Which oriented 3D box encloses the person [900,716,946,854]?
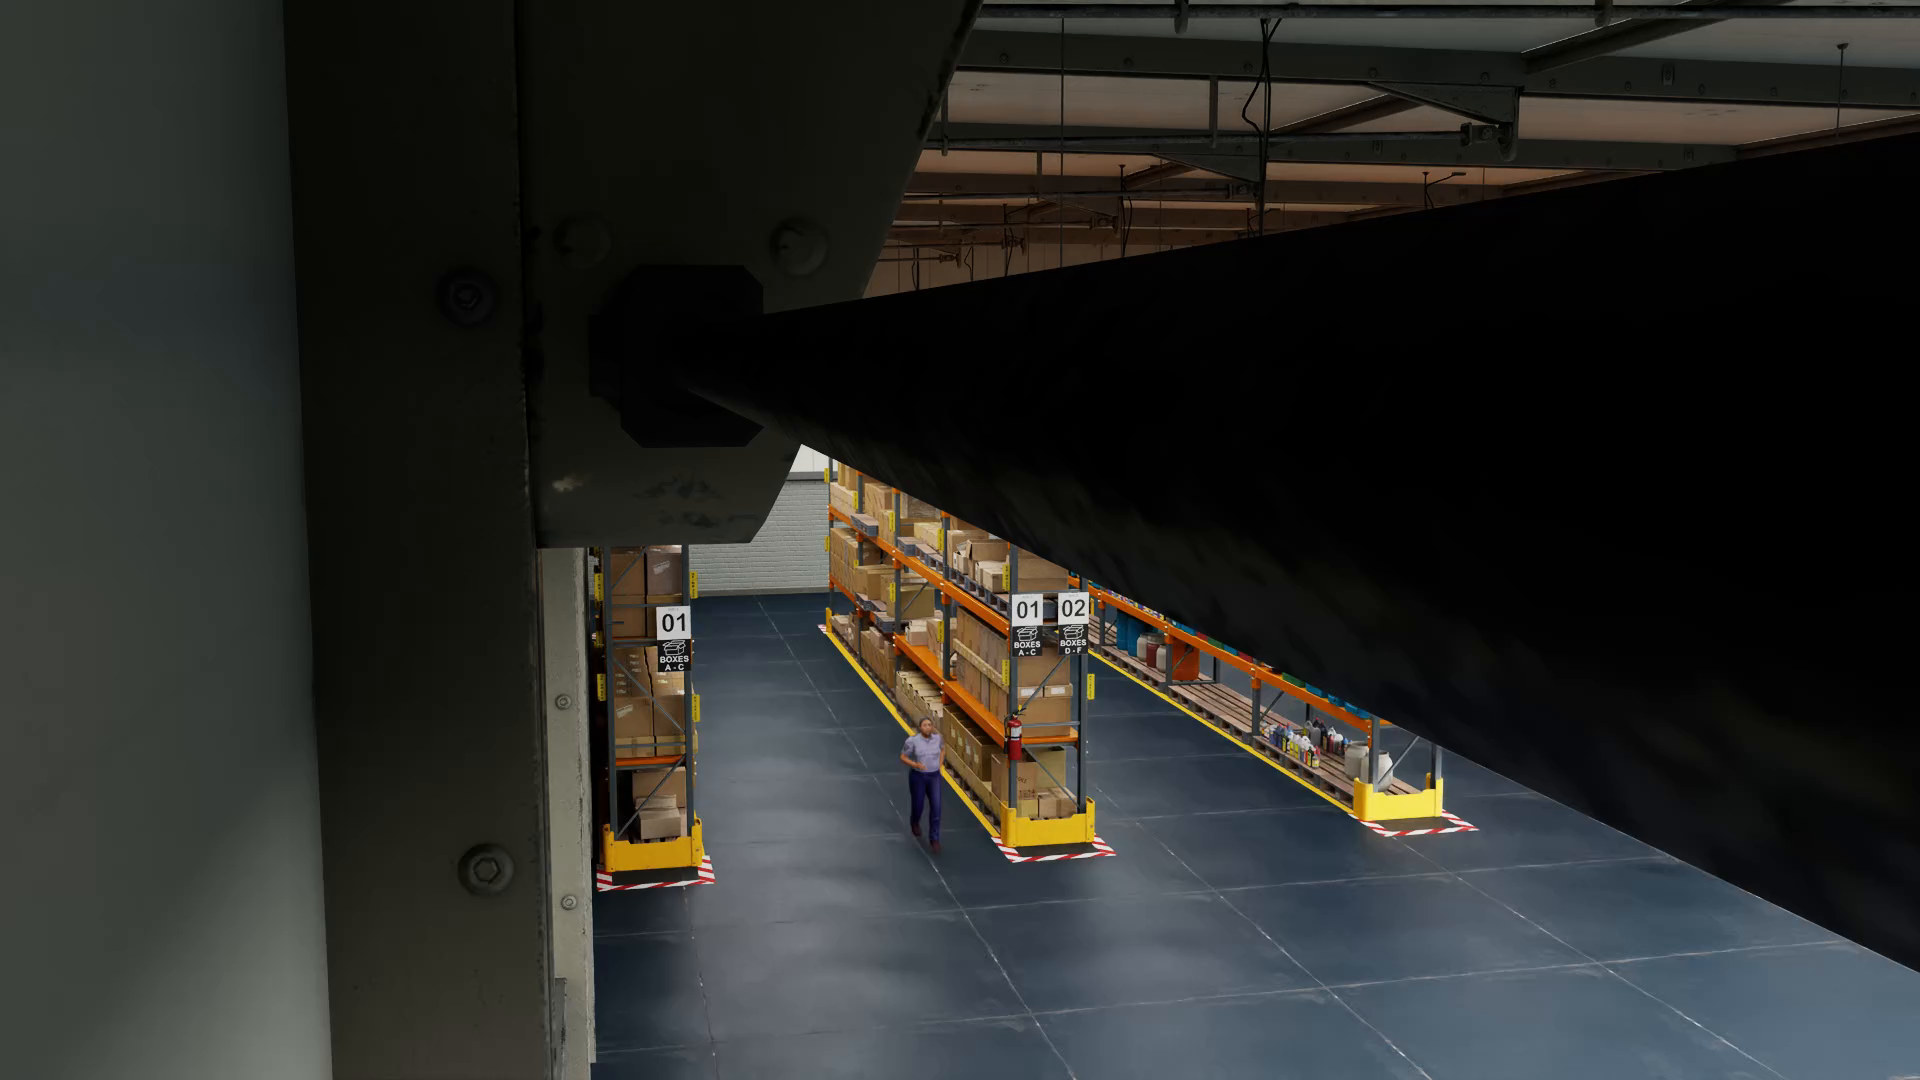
[{"bbox_3d":[-0.442,3.032,20.948,0.622,1.651,0.869,-2,7,-13],"label":"person"}]
